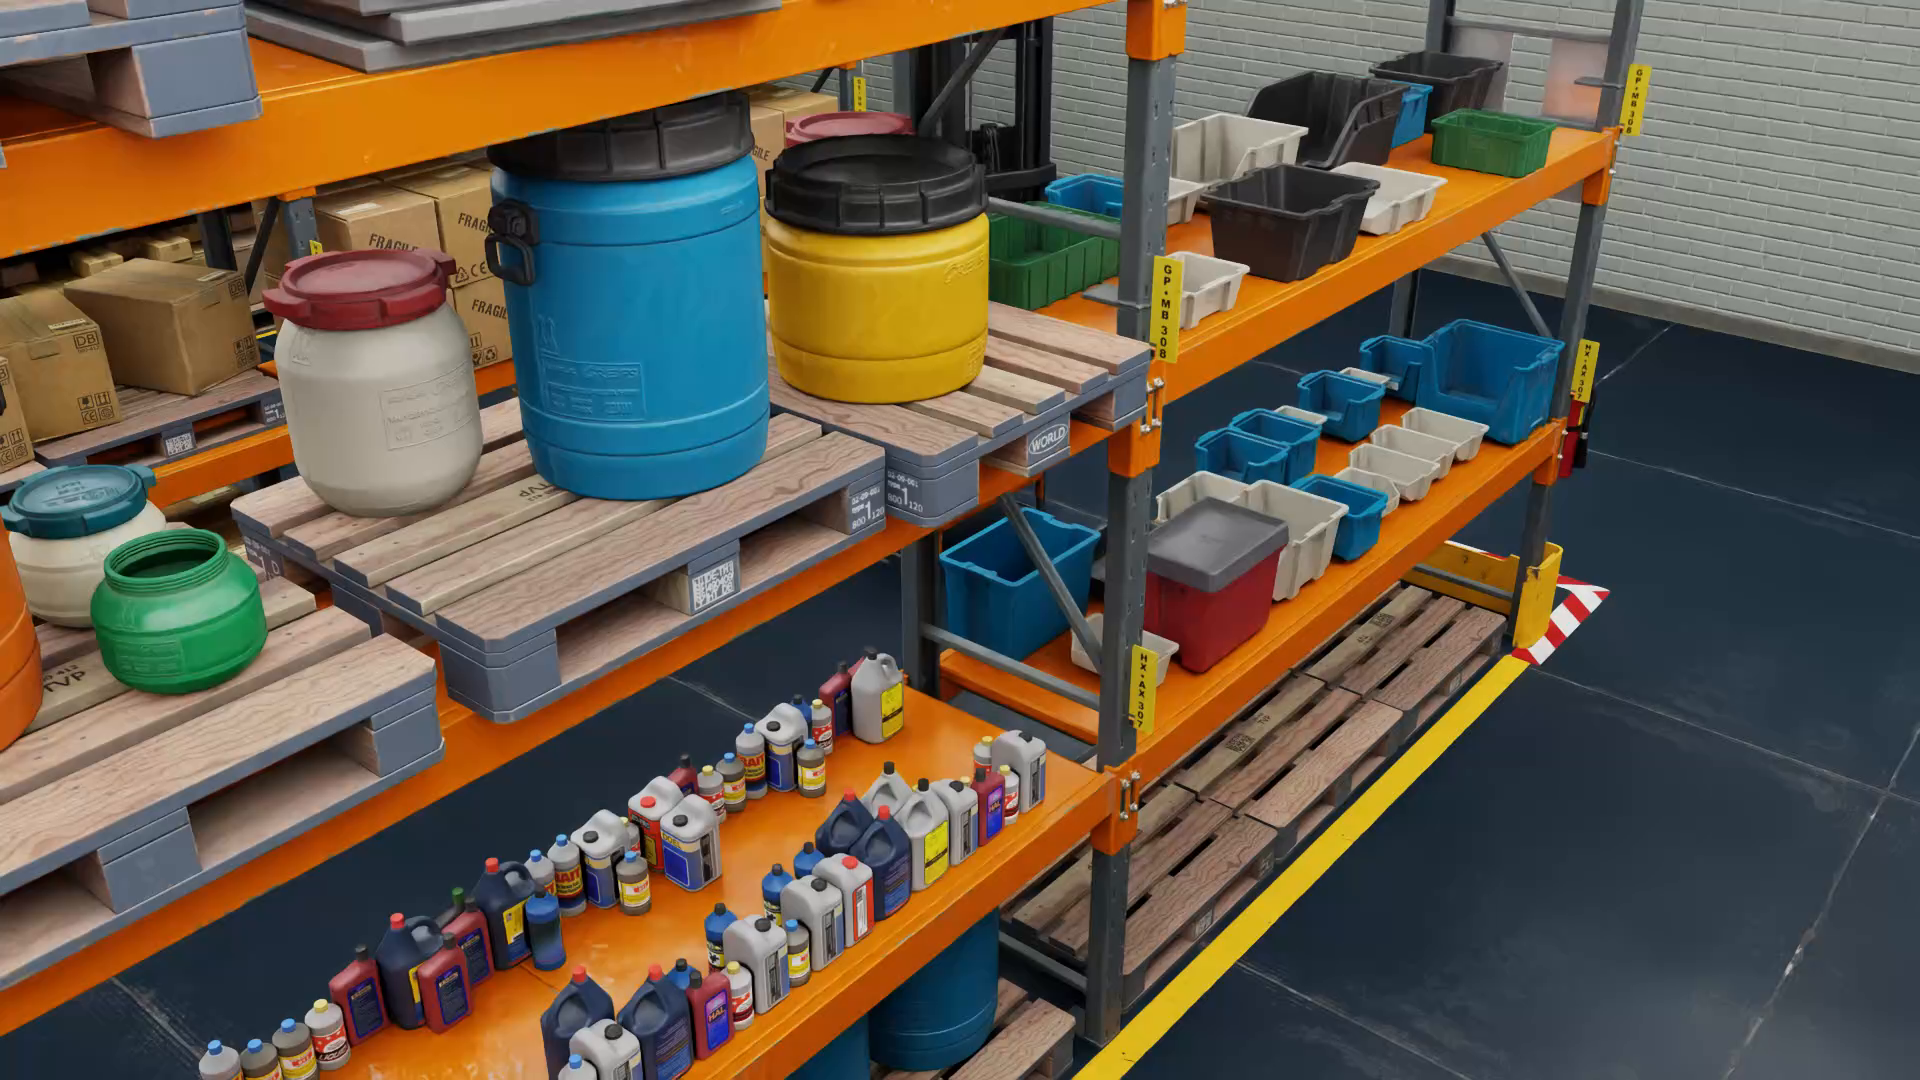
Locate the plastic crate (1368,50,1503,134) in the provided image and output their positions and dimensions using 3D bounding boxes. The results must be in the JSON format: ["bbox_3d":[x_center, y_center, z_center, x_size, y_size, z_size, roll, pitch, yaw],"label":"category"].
[{"bbox_3d":[2.287,-2.163,8.044,0.497,0.269,0.590,21,34,34],"label":"plastic crate"}]

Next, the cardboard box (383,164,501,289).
[{"bbox_3d":[-2.772,-1.731,9.134,0.500,0.500,0.500,20,33,33],"label":"cardboard box"}]

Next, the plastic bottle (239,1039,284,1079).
[{"bbox_3d":[-1.869,1.423,4.451,0.097,0.201,0.097,0,27,0],"label":"plastic bottle"}]

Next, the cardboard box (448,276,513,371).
[{"bbox_3d":[-2.759,-1.302,9.394,0.500,0.500,0.500,21,34,35],"label":"cardboard box"}]

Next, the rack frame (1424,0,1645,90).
[{"bbox_3d":[2.747,-3.608,7.431,1.000,3.000,0.127,21,34,34],"label":"rack frame"}]

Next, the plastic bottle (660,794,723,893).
[{"bbox_3d":[-0.857,0.955,5.274,0.152,0.276,0.135,21,34,34],"label":"plastic bottle"}]

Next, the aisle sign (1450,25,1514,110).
[{"bbox_3d":[2.564,-2.210,8.429,0.394,0.787,0.004,21,34,34],"label":"aisle sign"}]

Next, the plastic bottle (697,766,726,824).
[{"bbox_3d":[-0.837,0.848,5.563,0.097,0.201,0.097,0,27,0],"label":"plastic bottle"}]

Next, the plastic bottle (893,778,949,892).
[{"bbox_3d":[-0.129,0.918,5.264,0.144,0.351,0.185,21,34,34],"label":"plastic bottle"}]

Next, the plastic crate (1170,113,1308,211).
[{"bbox_3d":[1.099,-1.528,6.803,0.437,0.282,0.530,21,34,34],"label":"plastic crate"}]

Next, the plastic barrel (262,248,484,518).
[{"bbox_3d":[-1.330,-0.359,3.810,0.433,0.535,0.433,0,27,0],"label":"plastic barrel"}]

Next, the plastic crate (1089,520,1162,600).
[{"bbox_3d":[0.708,0.095,7.036,0.437,0.125,0.590,21,34,34],"label":"plastic crate"}]

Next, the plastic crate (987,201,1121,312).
[{"bbox_3d":[0.239,-1.002,5.888,0.450,0.188,0.662,21,34,34],"label":"plastic crate"}]

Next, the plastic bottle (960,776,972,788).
[{"bbox_3d":[0.017,0.876,5.509,0.097,0.201,0.097,0,27,0],"label":"plastic bottle"}]

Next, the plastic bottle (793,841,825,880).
[{"bbox_3d":[-0.460,1.045,5.106,0.097,0.271,0.097,0,27,0],"label":"plastic bottle"}]

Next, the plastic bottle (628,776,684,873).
[{"bbox_3d":[-0.974,0.911,5.360,0.152,0.276,0.135,21,34,34],"label":"plastic bottle"}]

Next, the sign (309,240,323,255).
[{"bbox_3d":[-3.186,-1.328,8.292,0.100,0.325,0.005,21,34,34],"label":"sign"}]

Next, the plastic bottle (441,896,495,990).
[{"bbox_3d":[-1.437,1.176,4.839,0.061,0.283,0.133,21,34,34],"label":"plastic bottle"}]

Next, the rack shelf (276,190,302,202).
[{"bbox_3d":[-4.889,-1.278,6.974,1.077,0.370,4.000,21,34,34],"label":"rack shelf"}]

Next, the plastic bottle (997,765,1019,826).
[{"bbox_3d":[0.149,0.846,5.566,0.097,0.201,0.097,0,27,0],"label":"plastic bottle"}]

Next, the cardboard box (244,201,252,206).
[{"bbox_3d":[-5.821,-2.760,13.879,0.380,0.149,0.250,21,34,35],"label":"cardboard box"}]

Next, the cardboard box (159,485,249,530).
[{"bbox_3d":[-4.113,0.041,9.148,0.500,0.500,0.500,19,33,32],"label":"cardboard box"}]

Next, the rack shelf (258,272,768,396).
[{"bbox_3d":[-2.345,-1.364,10.405,1.077,0.370,4.000,21,34,34],"label":"rack shelf"}]

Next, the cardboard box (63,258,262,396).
[{"bbox_3d":[-4.091,-1.103,8.551,0.700,0.500,0.500,9,29,18],"label":"cardboard box"}]

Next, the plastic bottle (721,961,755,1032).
[{"bbox_3d":[-0.637,1.285,4.719,0.097,0.201,0.097,0,27,0],"label":"plastic bottle"}]

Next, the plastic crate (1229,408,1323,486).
[{"bbox_3d":[1.499,-0.438,7.948,0.416,0.233,0.300,21,34,34],"label":"plastic crate"}]

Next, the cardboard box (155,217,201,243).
[{"bbox_3d":[-6.307,-2.489,13.354,0.380,0.149,0.250,20,33,34],"label":"cardboard box"}]

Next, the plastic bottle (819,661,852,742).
[{"bbox_3d":[-0.444,0.579,5.993,0.061,0.283,0.133,21,34,34],"label":"plastic bottle"}]

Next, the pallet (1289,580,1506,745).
[{"bbox_3d":[2.193,0.576,8.907,1.003,0.211,1.213,21,34,34],"label":"pallet"}]

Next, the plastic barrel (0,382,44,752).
[{"bbox_3d":[-1.978,-0.017,2.829,0.600,0.830,0.708,21,34,34],"label":"plastic barrel"}]

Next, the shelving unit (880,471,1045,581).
[{"bbox_3d":[0.004,-0.502,9.996,0.538,1.125,1.048,21,34,34],"label":"shelving unit"}]

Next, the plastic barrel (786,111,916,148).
[{"bbox_3d":[-0.325,-0.991,5.032,0.433,0.535,0.433,0,27,0],"label":"plastic barrel"}]

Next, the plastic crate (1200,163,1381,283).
[{"bbox_3d":[1.205,-1.160,6.105,0.497,0.269,0.590,21,34,34],"label":"plastic crate"}]

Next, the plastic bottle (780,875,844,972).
[{"bbox_3d":[-0.437,1.120,4.955,0.152,0.276,0.135,21,34,34],"label":"plastic bottle"}]

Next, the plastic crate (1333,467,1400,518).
[{"bbox_3d":[1.840,-0.196,7.586,0.298,0.136,0.250,21,34,34],"label":"plastic crate"}]

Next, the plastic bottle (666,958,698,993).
[{"bbox_3d":[-0.769,1.283,4.646,0.097,0.271,0.097,0,27,0],"label":"plastic bottle"}]

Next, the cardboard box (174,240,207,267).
[{"bbox_3d":[-6.237,-2.091,13.290,0.700,0.500,0.500,22,34,36],"label":"cardboard box"}]

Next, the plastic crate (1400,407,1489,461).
[{"bbox_3d":[2.368,-0.511,8.195,0.396,0.136,0.243,21,34,34],"label":"plastic crate"}]

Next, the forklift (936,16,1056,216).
[{"bbox_3d":[0.018,-3.166,13.181,1.130,2.935,3.031,-12,30,-22],"label":"forklift"}]

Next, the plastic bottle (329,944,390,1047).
[{"bbox_3d":[-1.686,1.271,4.655,0.061,0.283,0.133,21,34,34],"label":"plastic bottle"}]

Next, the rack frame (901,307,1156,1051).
[{"bbox_3d":[0.203,0.475,6.068,1.000,3.000,0.127,21,34,34],"label":"rack frame"}]

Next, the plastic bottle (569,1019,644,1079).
[{"bbox_3d":[-0.935,1.397,4.419,0.152,0.276,0.135,21,34,34],"label":"plastic bottle"}]

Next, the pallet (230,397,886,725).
[{"bbox_3d":[-0.939,-0.064,4.051,1.003,0.211,1.213,21,34,34],"label":"pallet"}]

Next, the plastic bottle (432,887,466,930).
[{"bbox_3d":[-1.484,1.159,4.873,0.061,0.283,0.133,21,34,34],"label":"plastic bottle"}]

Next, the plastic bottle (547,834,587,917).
[{"bbox_3d":[-1.217,1.028,5.138,0.097,0.271,0.097,0,27,0],"label":"plastic bottle"}]

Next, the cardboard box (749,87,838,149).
[{"bbox_3d":[-1.144,-2.643,10.897,0.500,0.500,0.500,20,34,34],"label":"cardboard box"}]

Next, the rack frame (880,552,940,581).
[{"bbox_3d":[-0.319,-0.322,9.648,0.500,1.125,0.032,21,34,34],"label":"rack frame"}]

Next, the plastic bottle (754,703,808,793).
[{"bbox_3d":[-0.618,0.712,5.744,0.152,0.276,0.135,21,34,34],"label":"plastic bottle"}]

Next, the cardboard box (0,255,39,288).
[{"bbox_3d":[-7.132,-2.027,12.461,0.380,0.149,0.250,21,34,34],"label":"cardboard box"}]

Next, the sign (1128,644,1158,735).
[{"bbox_3d":[0.626,0.513,5.692,0.100,0.325,0.005,21,34,34],"label":"sign"}]

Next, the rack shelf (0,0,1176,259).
[{"bbox_3d":[-1.069,-0.984,3.576,1.077,0.370,4.000,21,34,34],"label":"rack shelf"}]

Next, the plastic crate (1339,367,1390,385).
[{"bbox_3d":[2.068,-0.772,8.700,0.250,0.136,0.298,21,34,34],"label":"plastic crate"}]

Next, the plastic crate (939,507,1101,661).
[{"bbox_3d":[0.237,0.190,6.570,0.392,0.384,0.575,21,34,34],"label":"plastic crate"}]

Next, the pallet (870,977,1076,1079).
[{"bbox_3d":[-0.320,1.975,6.203,1.003,0.211,1.213,21,34,34],"label":"pallet"}]

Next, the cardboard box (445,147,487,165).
[{"bbox_3d":[-2.851,-2.079,9.807,0.500,0.500,0.500,21,34,35],"label":"cardboard box"}]

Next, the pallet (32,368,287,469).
[{"bbox_3d":[-4.209,-0.638,8.427,1.003,0.211,1.213,21,34,34],"label":"pallet"}]

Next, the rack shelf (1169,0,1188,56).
[{"bbox_3d":[1.475,-2.402,6.317,1.077,0.370,4.000,21,34,34],"label":"rack shelf"}]
